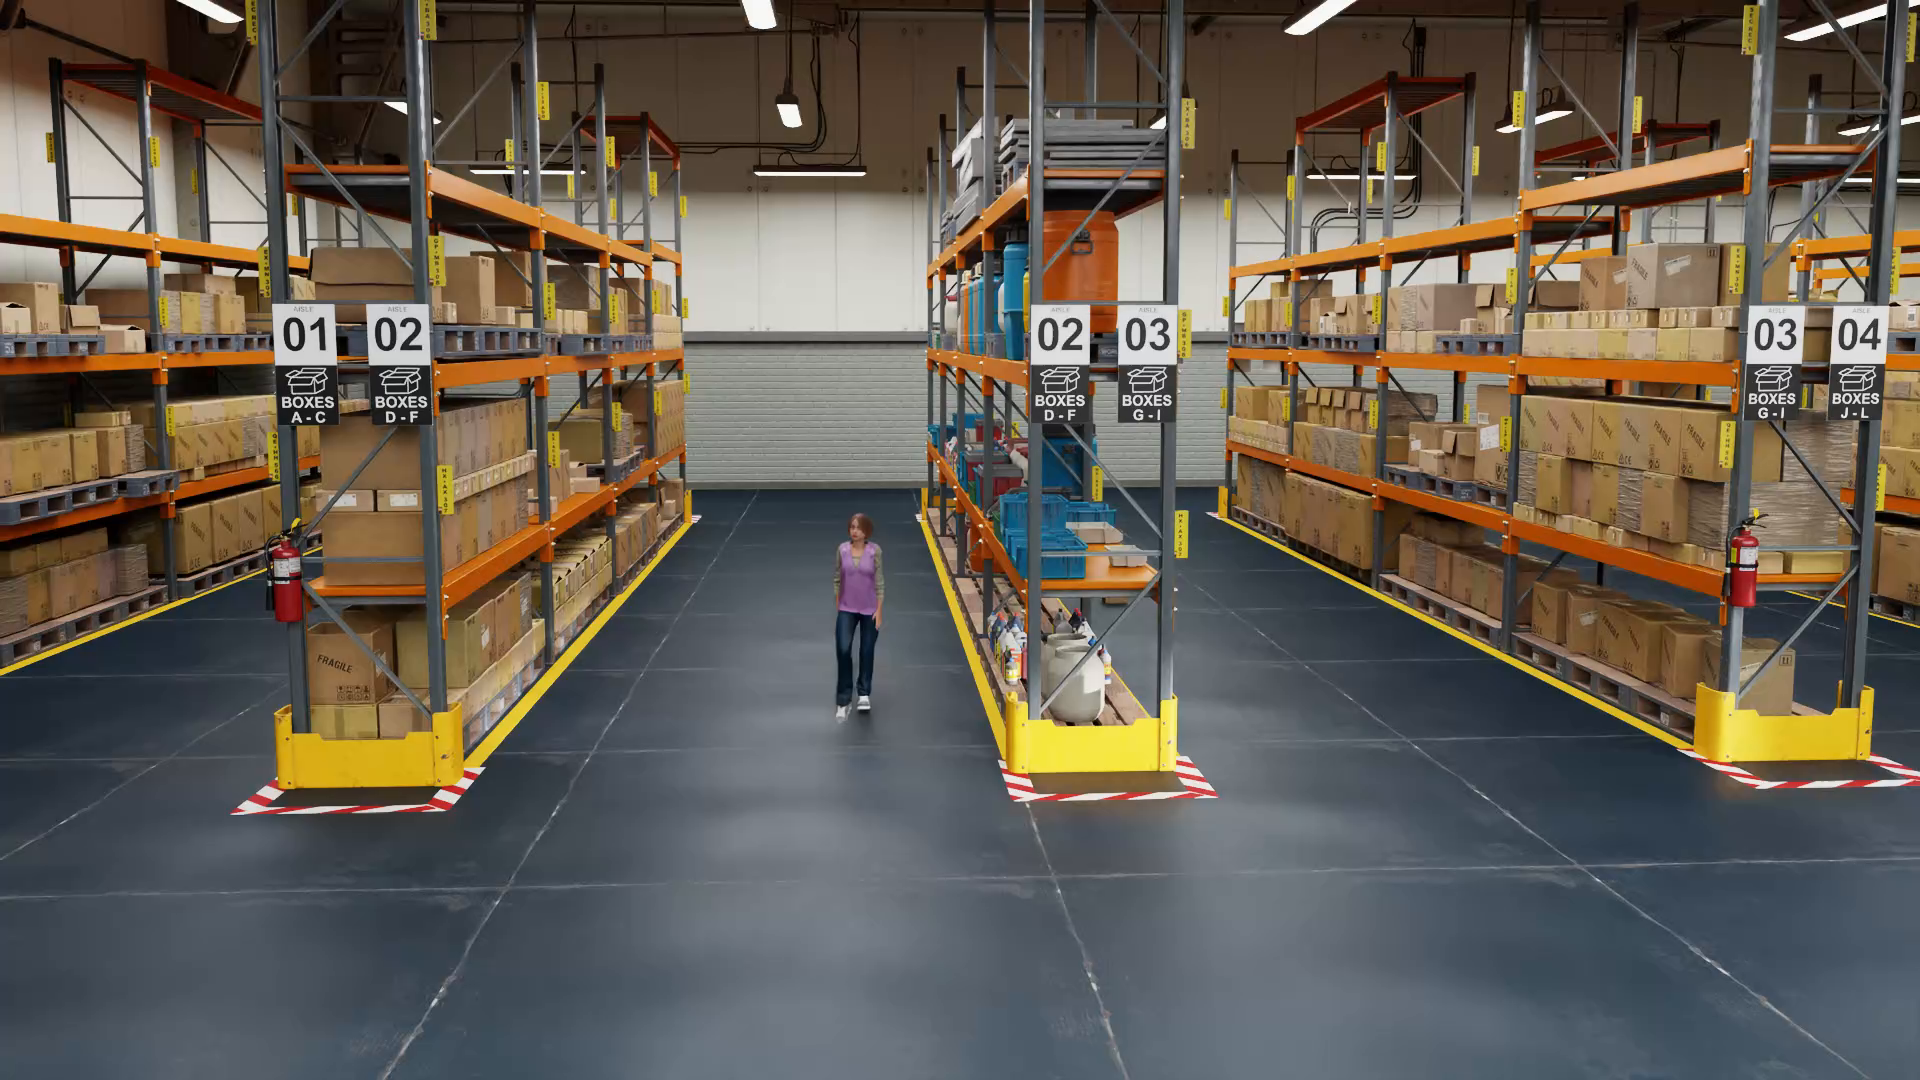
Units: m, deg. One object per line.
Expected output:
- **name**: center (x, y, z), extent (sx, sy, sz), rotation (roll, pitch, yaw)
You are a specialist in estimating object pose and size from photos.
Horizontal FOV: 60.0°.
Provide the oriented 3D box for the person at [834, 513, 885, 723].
- **person**: center (-0.794, 0.611, 13.120), extent (0.414, 1.649, 0.575), rotation (0, 7, 0)
